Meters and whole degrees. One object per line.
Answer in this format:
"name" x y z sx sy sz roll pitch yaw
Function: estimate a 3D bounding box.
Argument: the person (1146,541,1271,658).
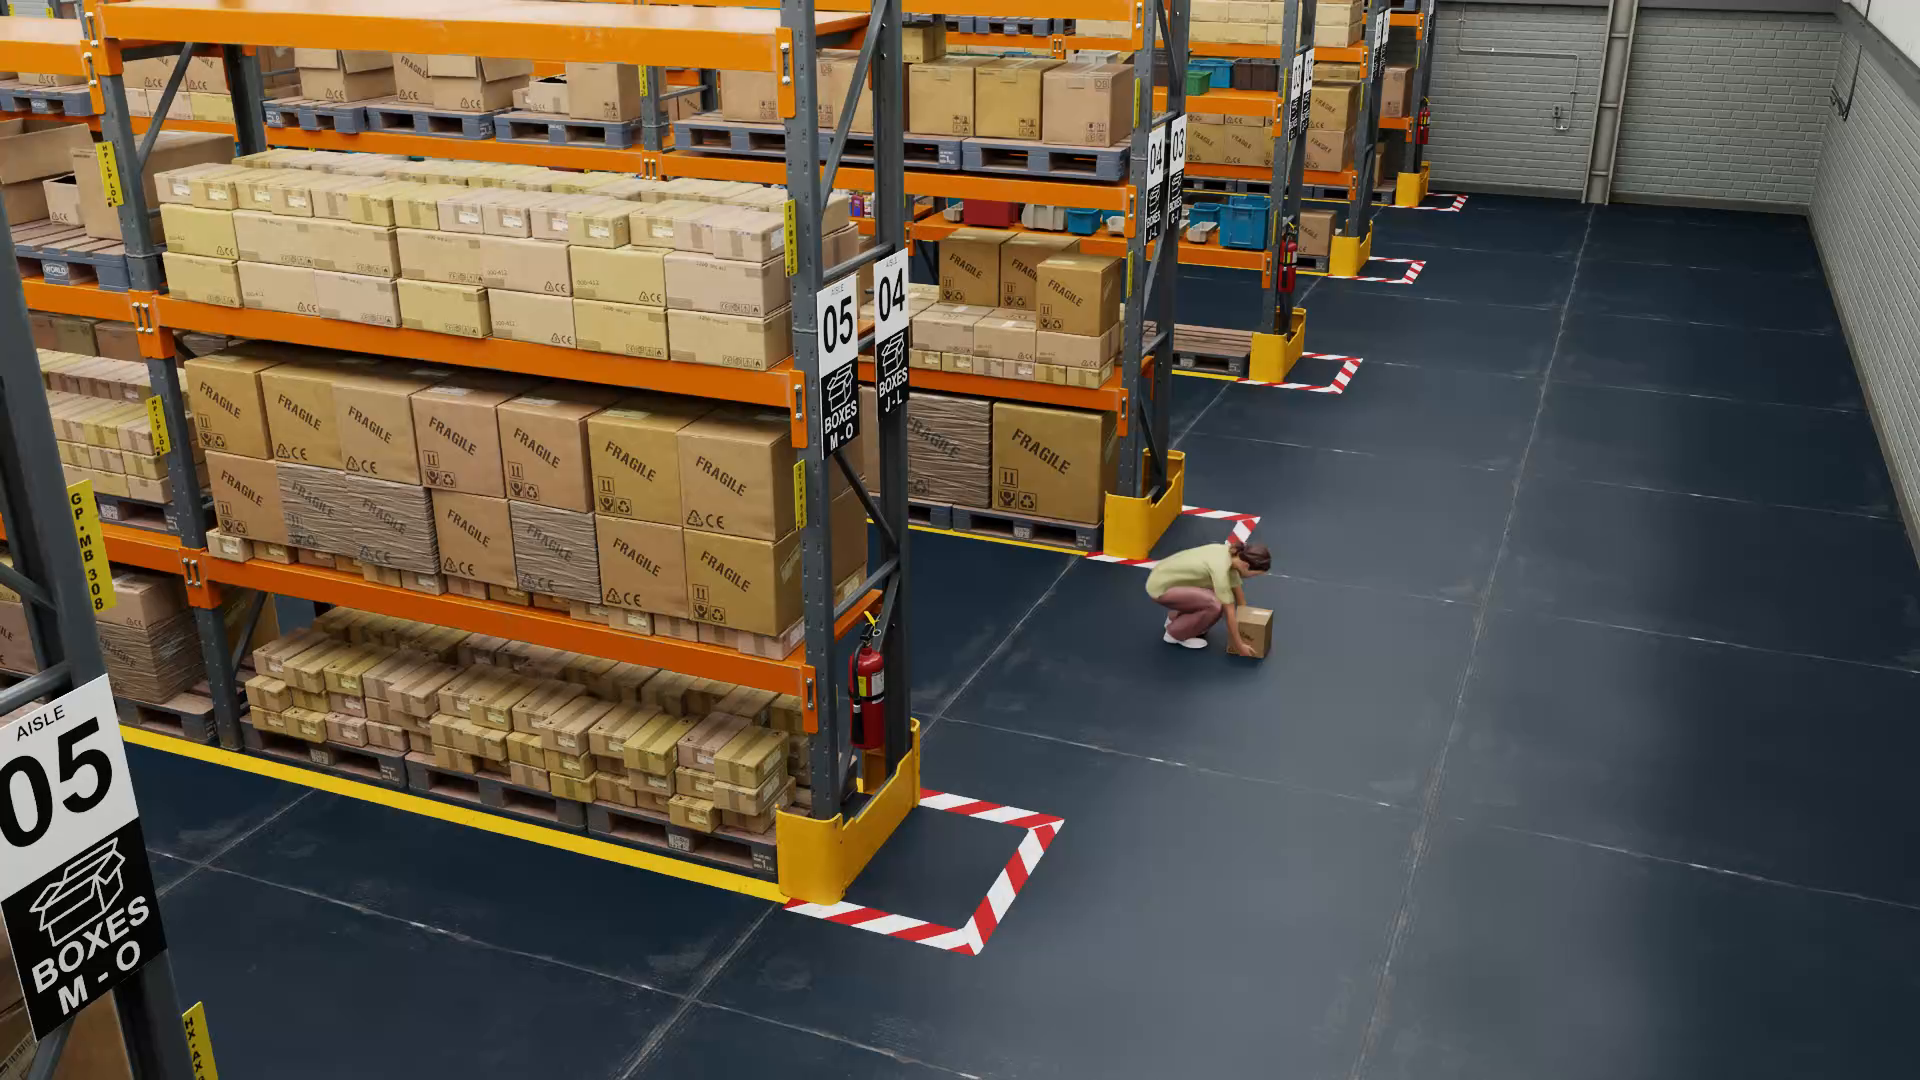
"person" 1.679 0.362 11.304 0.825 0.803 0.468 9 24 20
